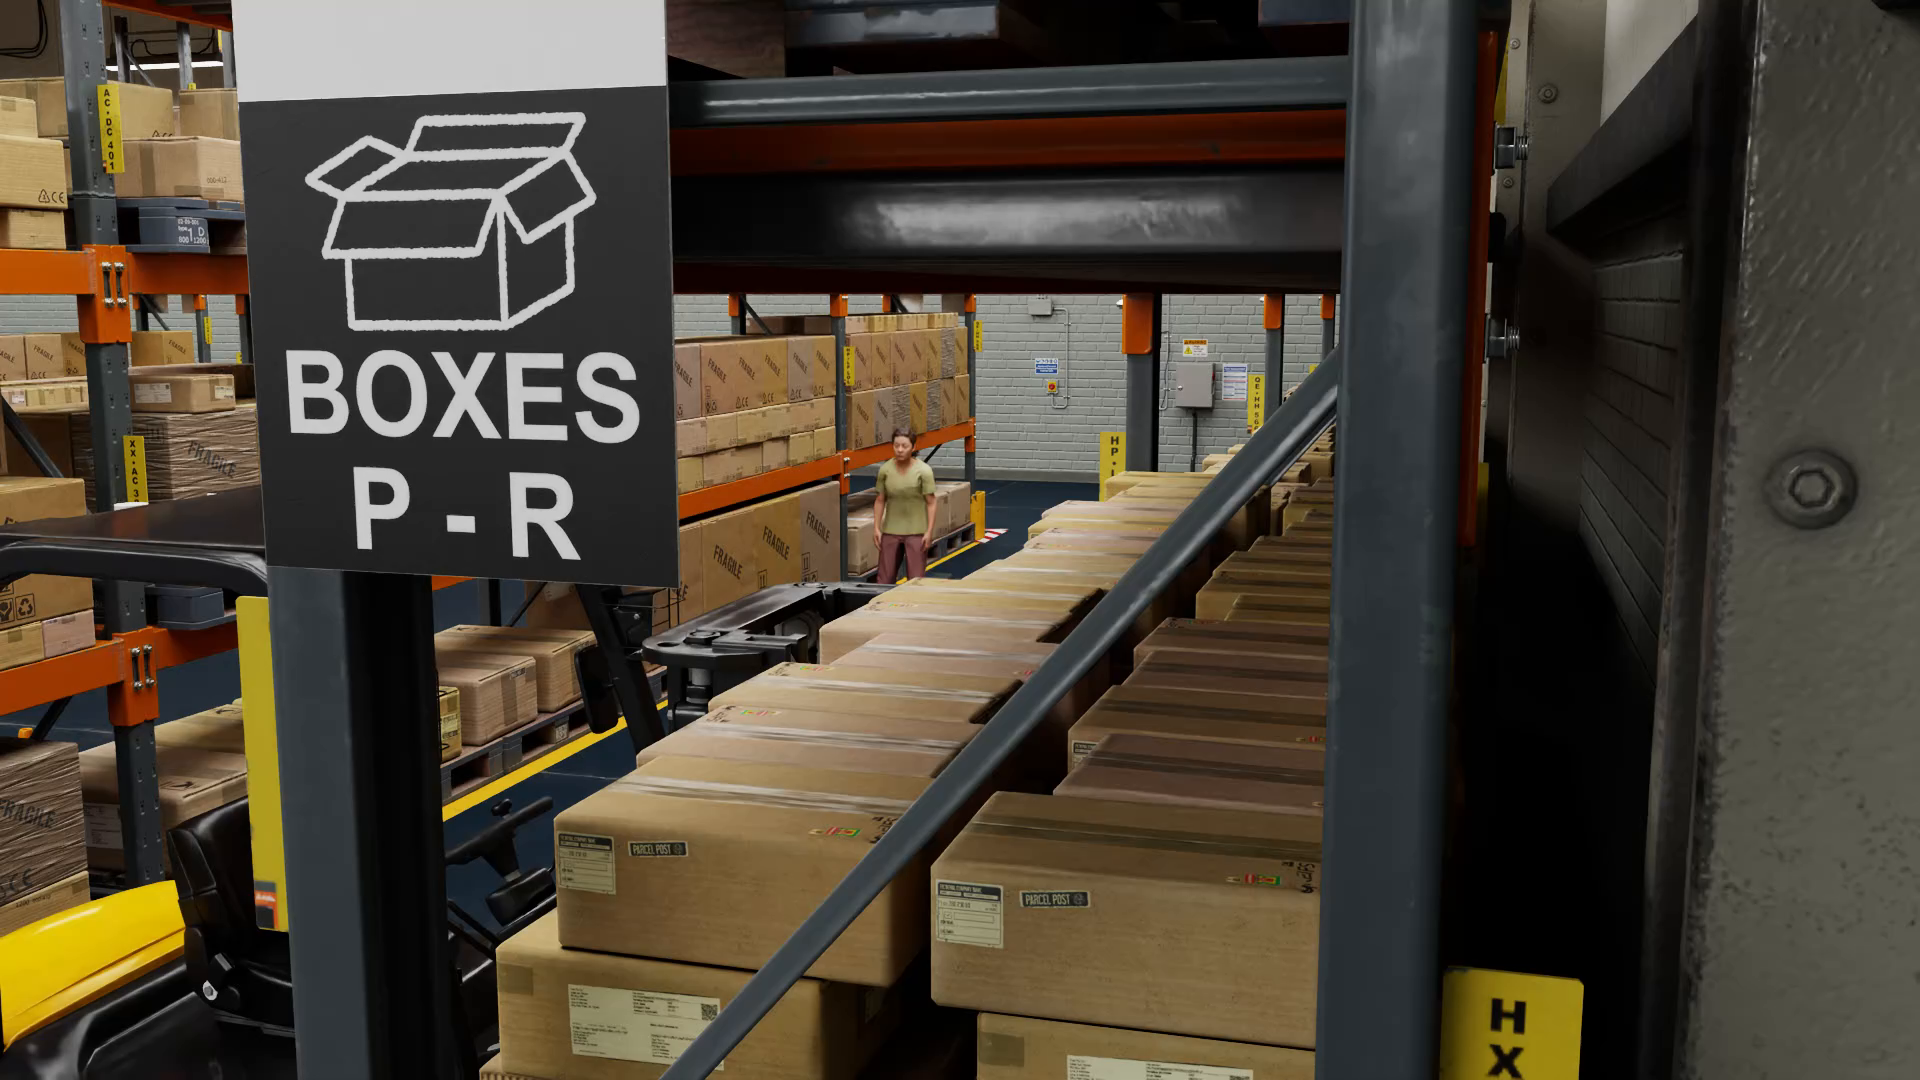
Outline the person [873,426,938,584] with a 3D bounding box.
[{"bbox_3d":[-0.421,-0.024,12.501,0.488,1.674,0.357,2,9,14],"label":"person"}]
